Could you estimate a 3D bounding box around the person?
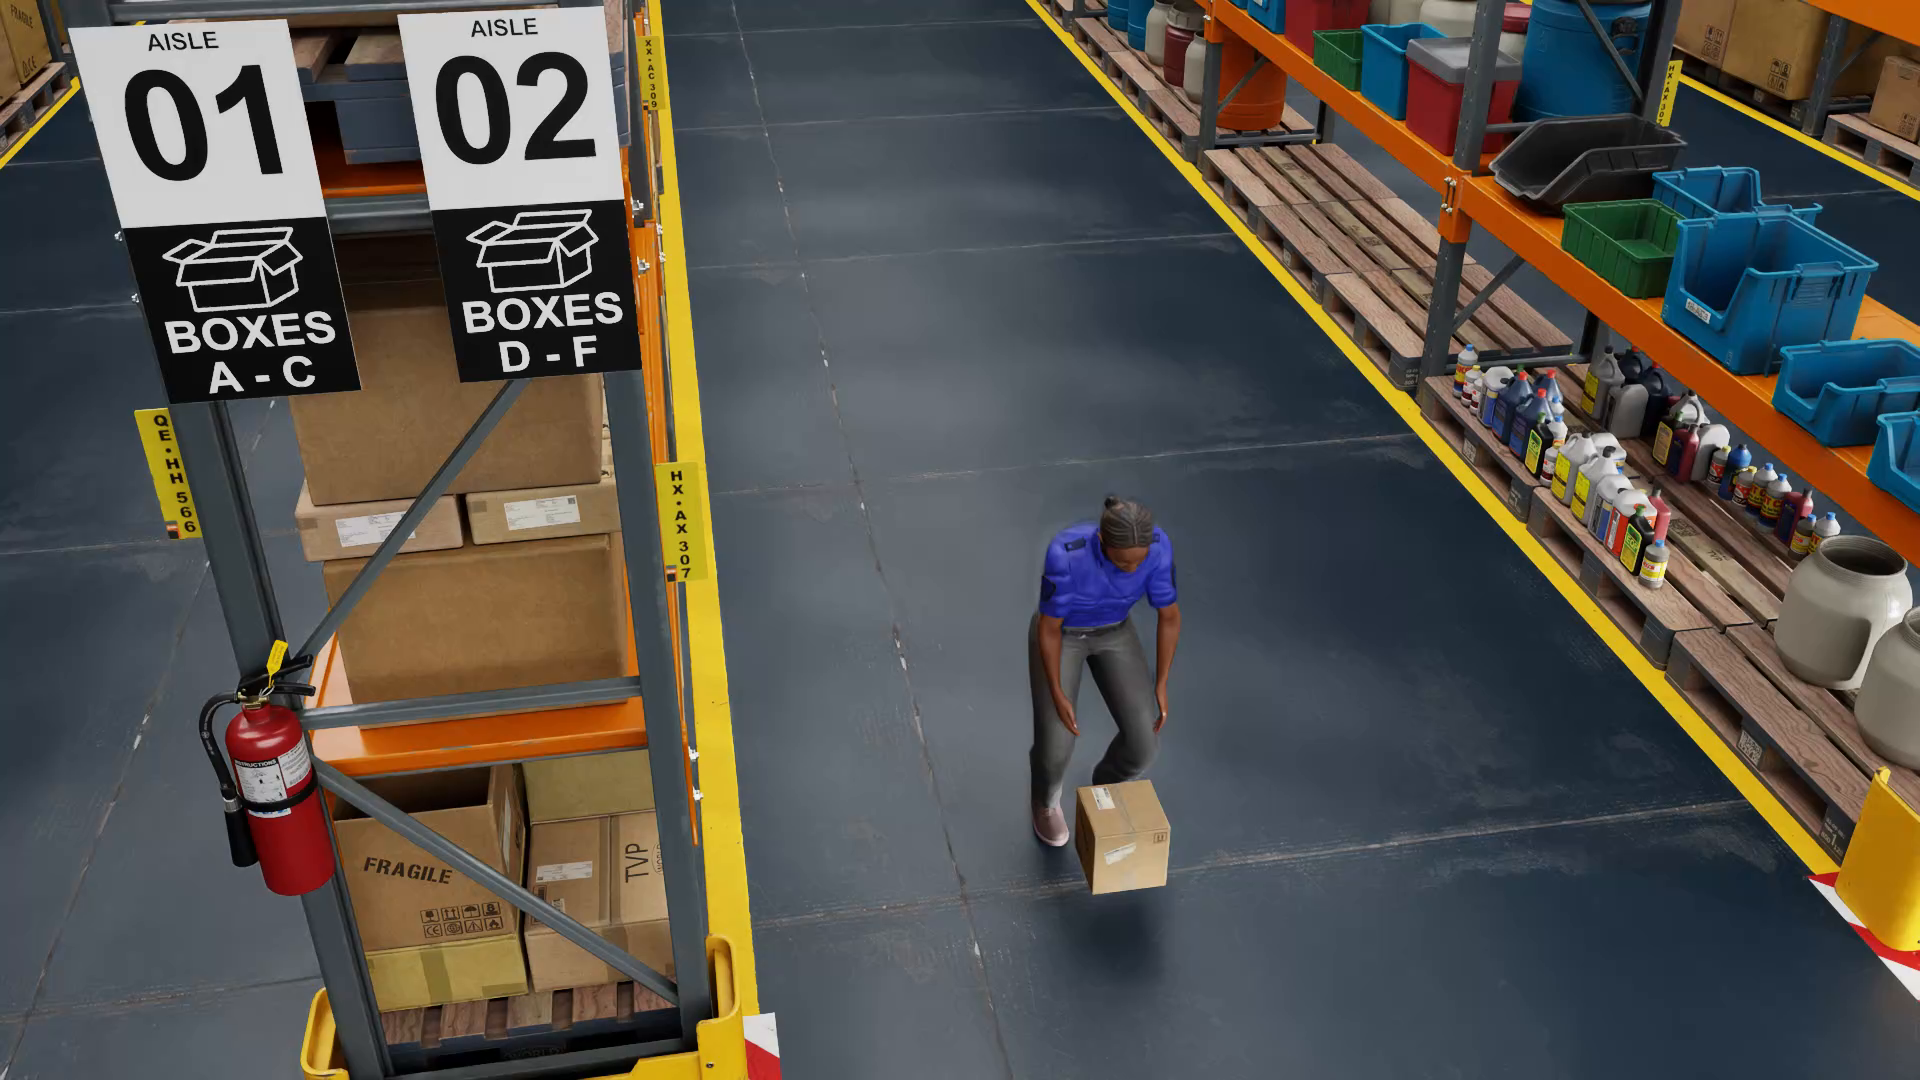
[{"bbox_3d":[0.485,0.412,5.671,0.492,1.442,0.576,-5,31,-8],"label":"person"}]
